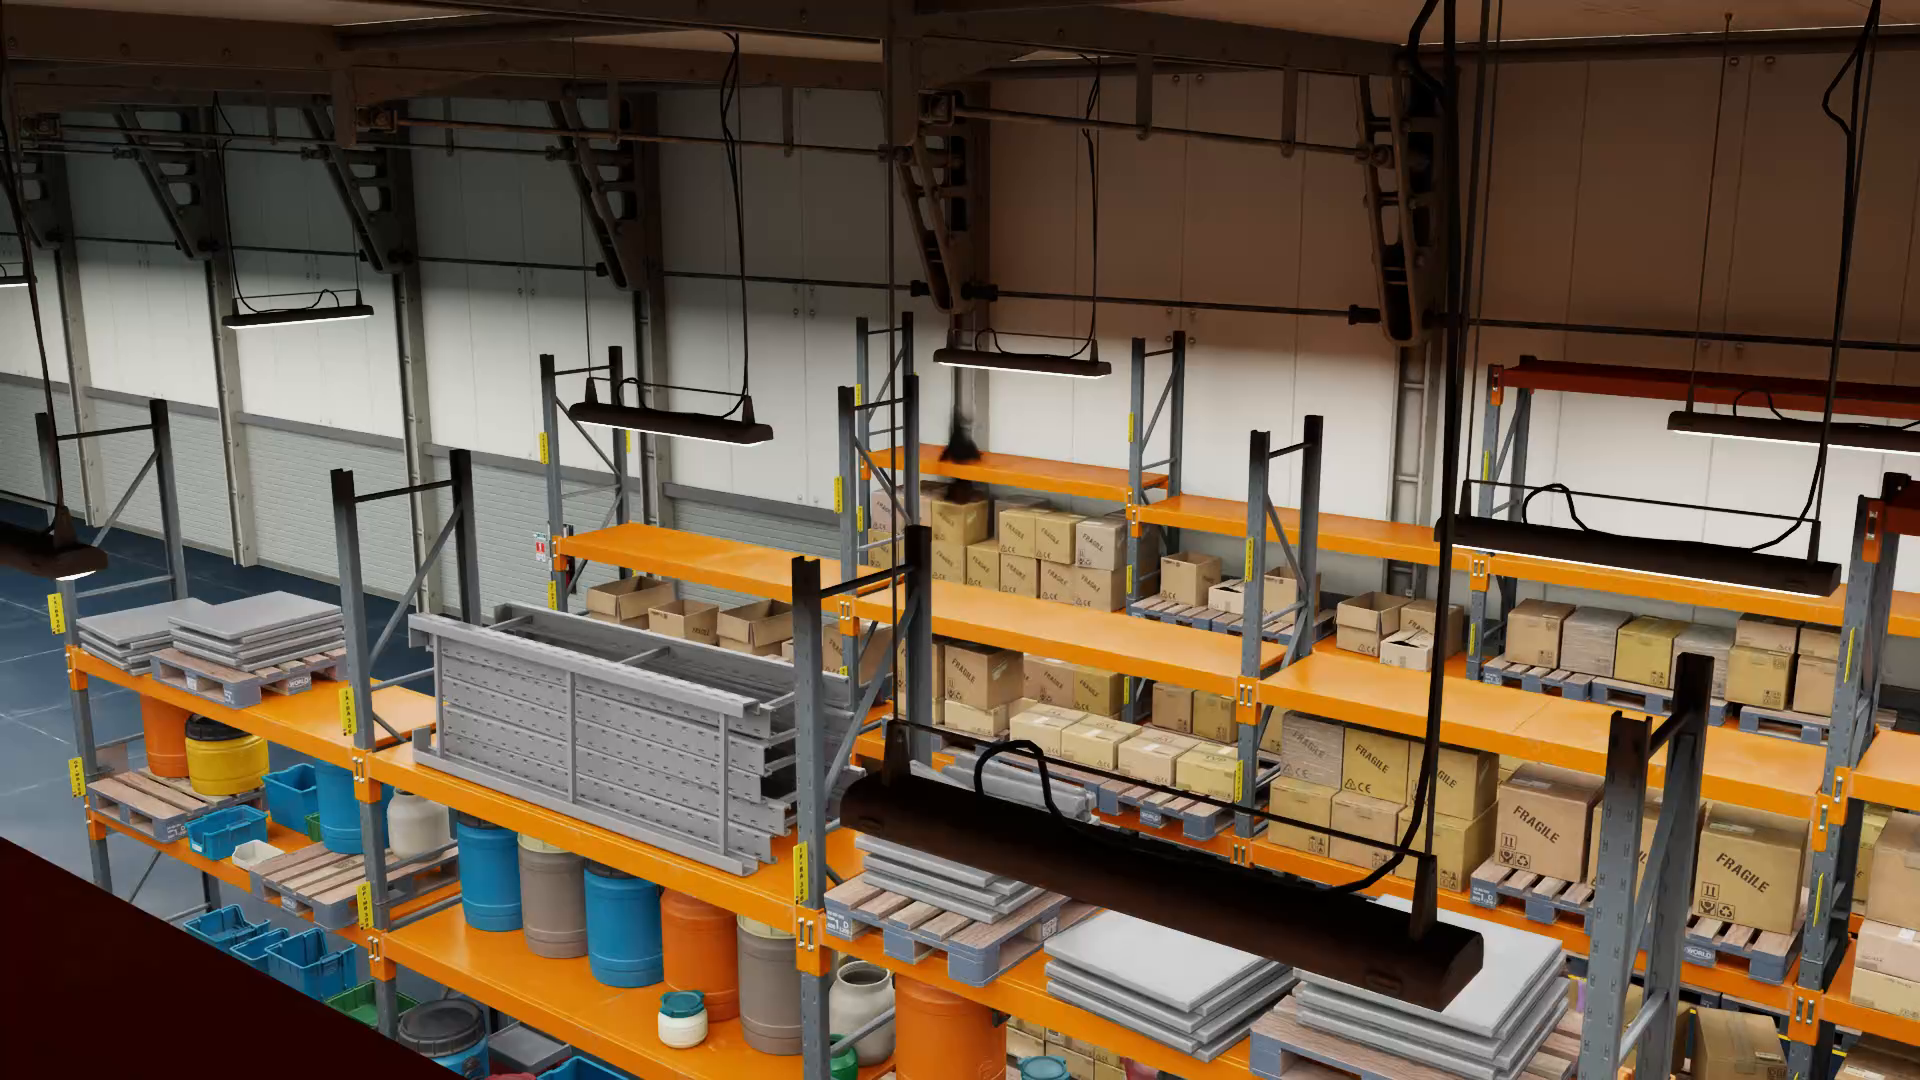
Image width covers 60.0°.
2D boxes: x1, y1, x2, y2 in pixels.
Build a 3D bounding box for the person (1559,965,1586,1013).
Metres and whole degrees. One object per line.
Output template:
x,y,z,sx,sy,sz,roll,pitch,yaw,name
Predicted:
5.181,4.233,13.800,0.550,1.378,1.035,-9,16,-34,person
